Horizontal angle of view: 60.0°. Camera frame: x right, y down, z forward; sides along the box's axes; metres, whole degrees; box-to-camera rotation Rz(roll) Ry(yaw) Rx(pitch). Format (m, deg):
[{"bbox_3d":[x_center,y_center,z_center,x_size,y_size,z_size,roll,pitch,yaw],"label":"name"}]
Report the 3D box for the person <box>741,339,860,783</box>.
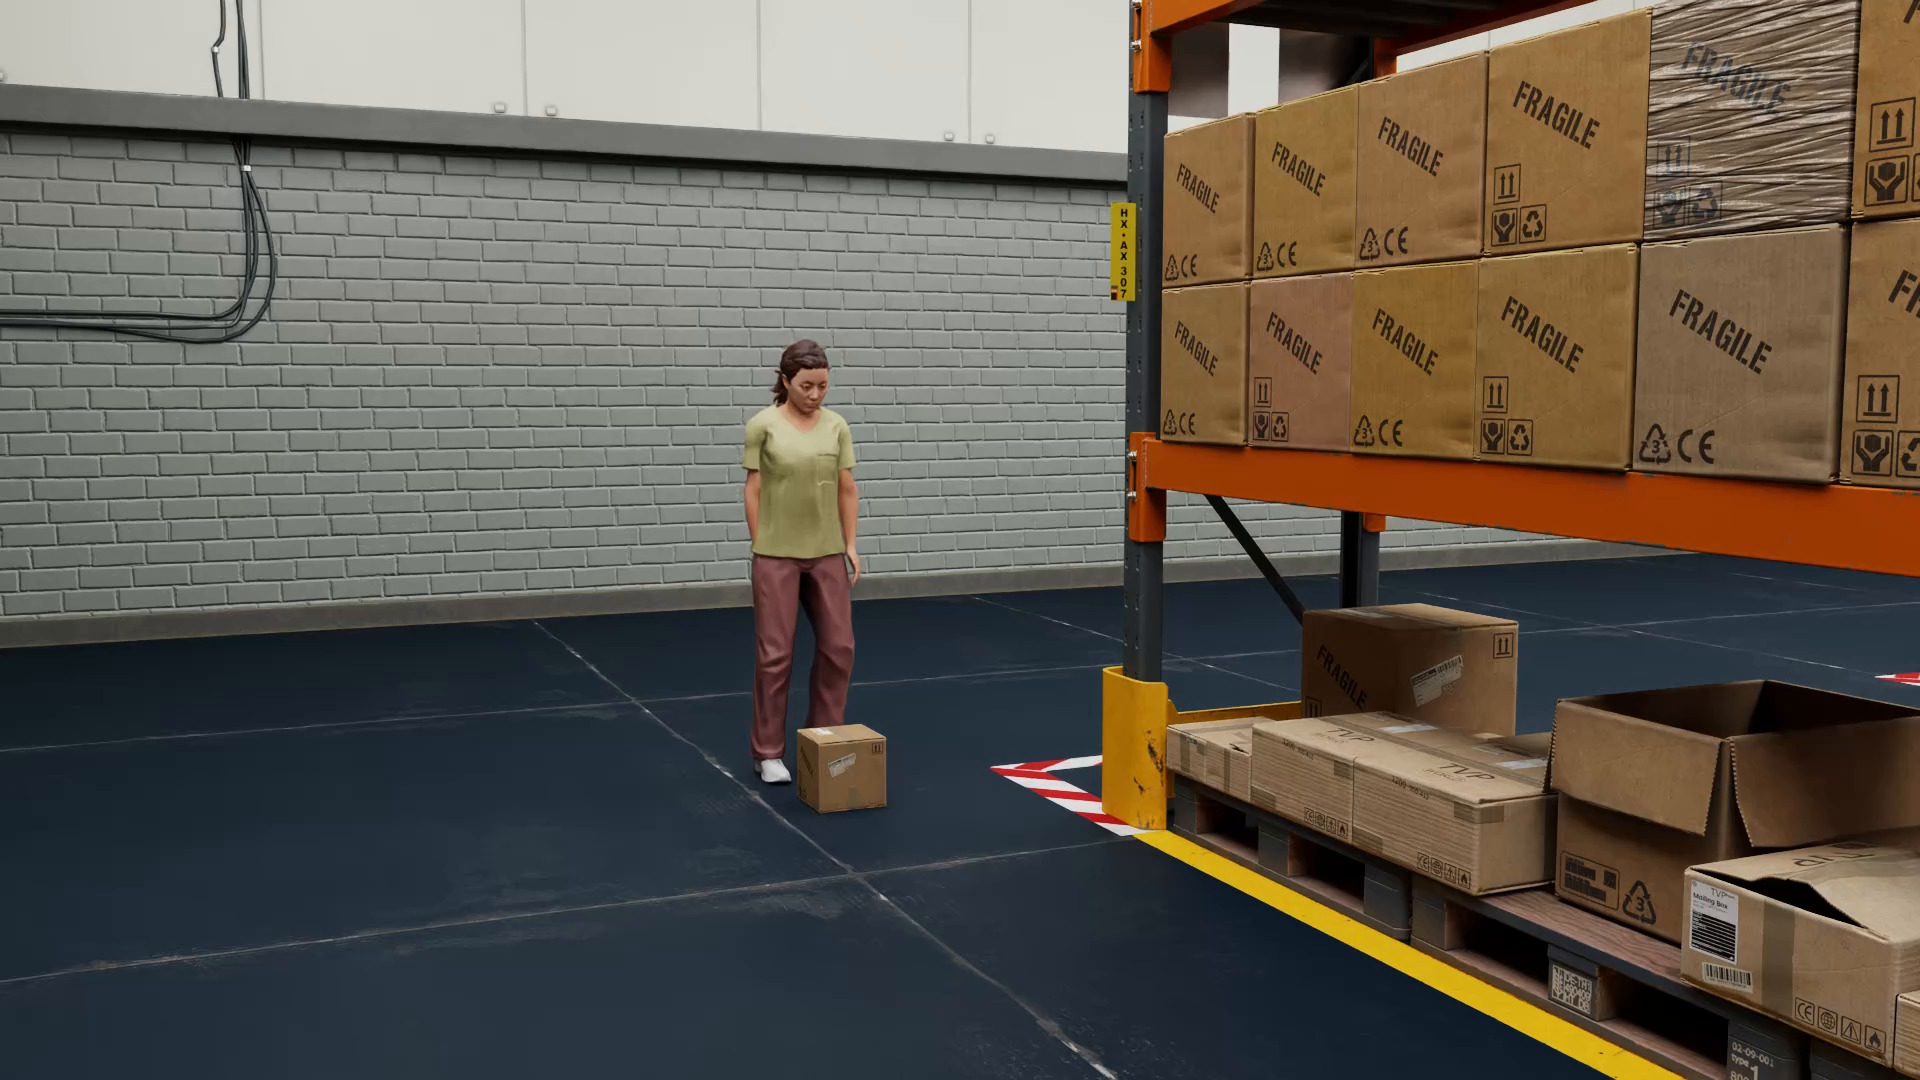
[{"bbox_3d":[-0.597,0.073,6.319,0.455,1.662,0.348,-2,6,-22],"label":"person"}]
